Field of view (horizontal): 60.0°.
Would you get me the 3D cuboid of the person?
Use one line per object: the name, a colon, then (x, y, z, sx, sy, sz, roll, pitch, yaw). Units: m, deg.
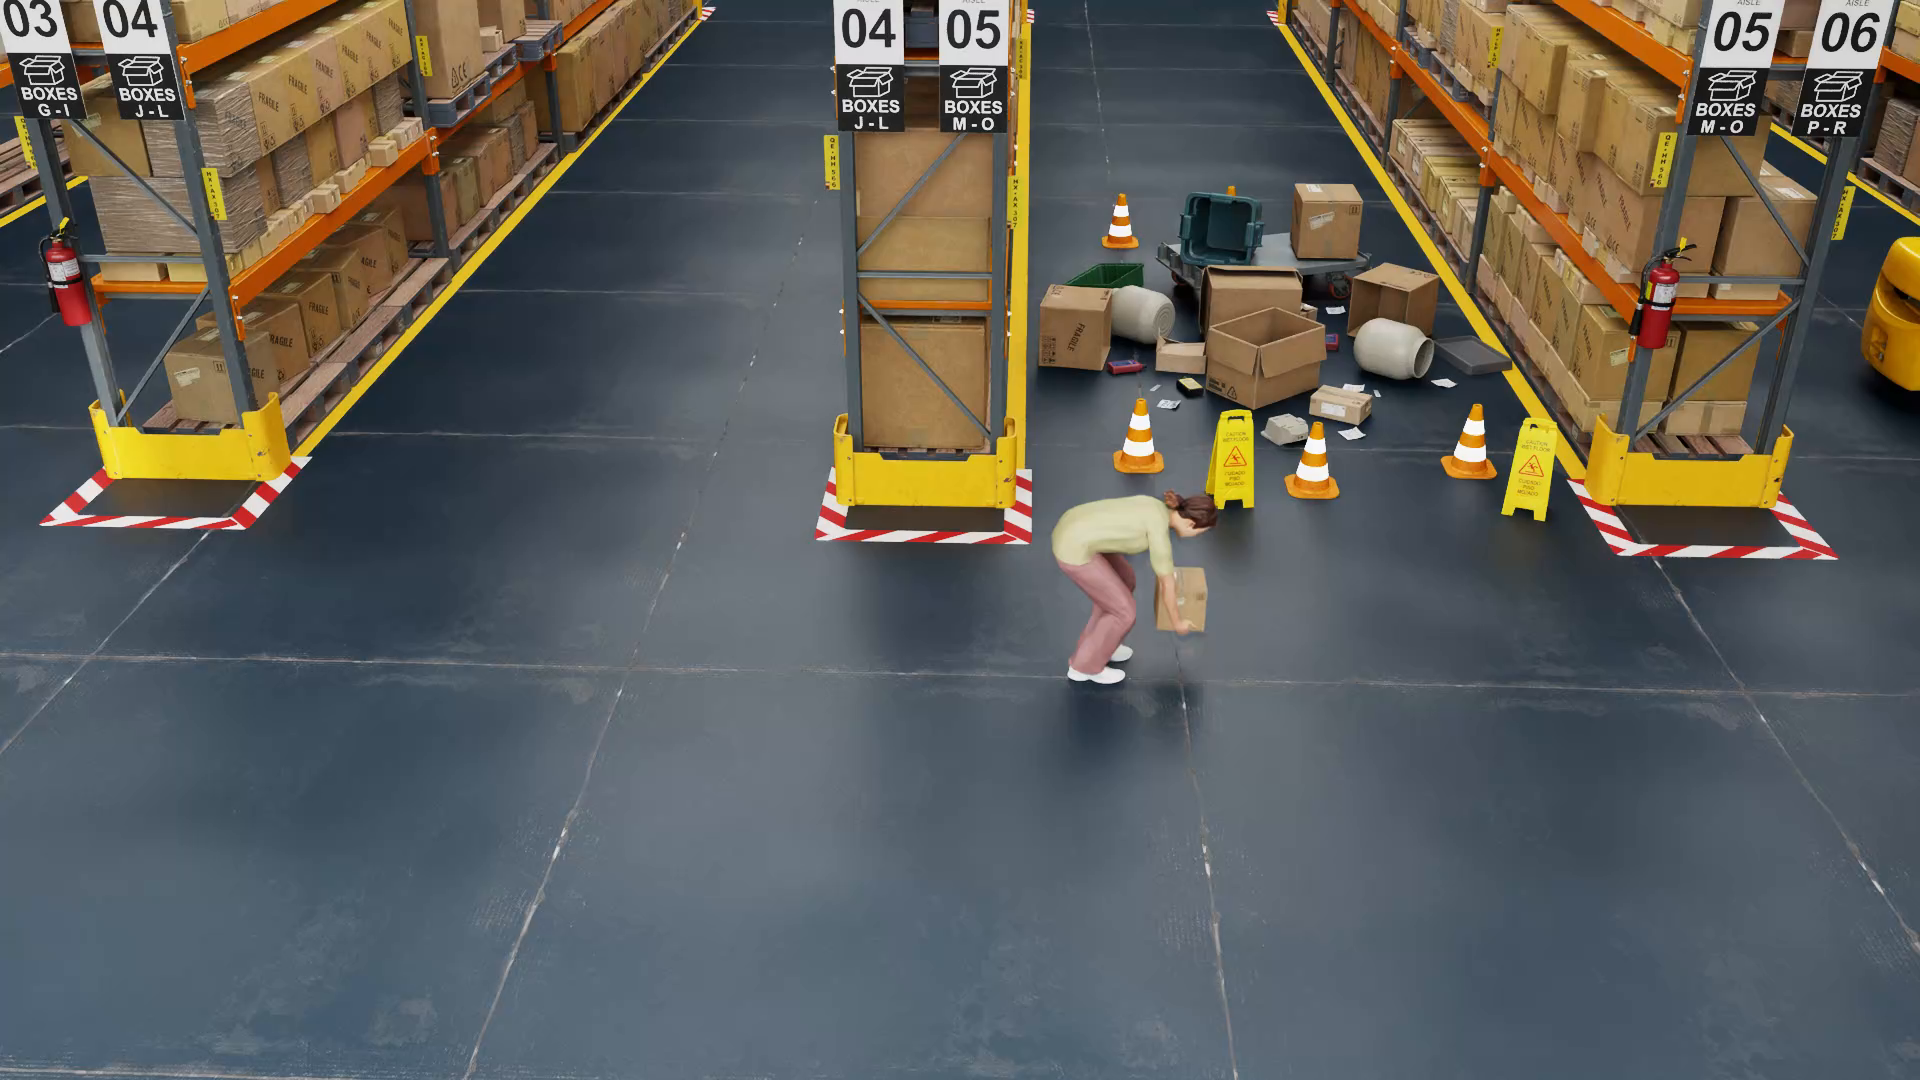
person: (0.914, 0.240, 8.846, 0.865, 1.042, 0.449, 0, 28, -1)
